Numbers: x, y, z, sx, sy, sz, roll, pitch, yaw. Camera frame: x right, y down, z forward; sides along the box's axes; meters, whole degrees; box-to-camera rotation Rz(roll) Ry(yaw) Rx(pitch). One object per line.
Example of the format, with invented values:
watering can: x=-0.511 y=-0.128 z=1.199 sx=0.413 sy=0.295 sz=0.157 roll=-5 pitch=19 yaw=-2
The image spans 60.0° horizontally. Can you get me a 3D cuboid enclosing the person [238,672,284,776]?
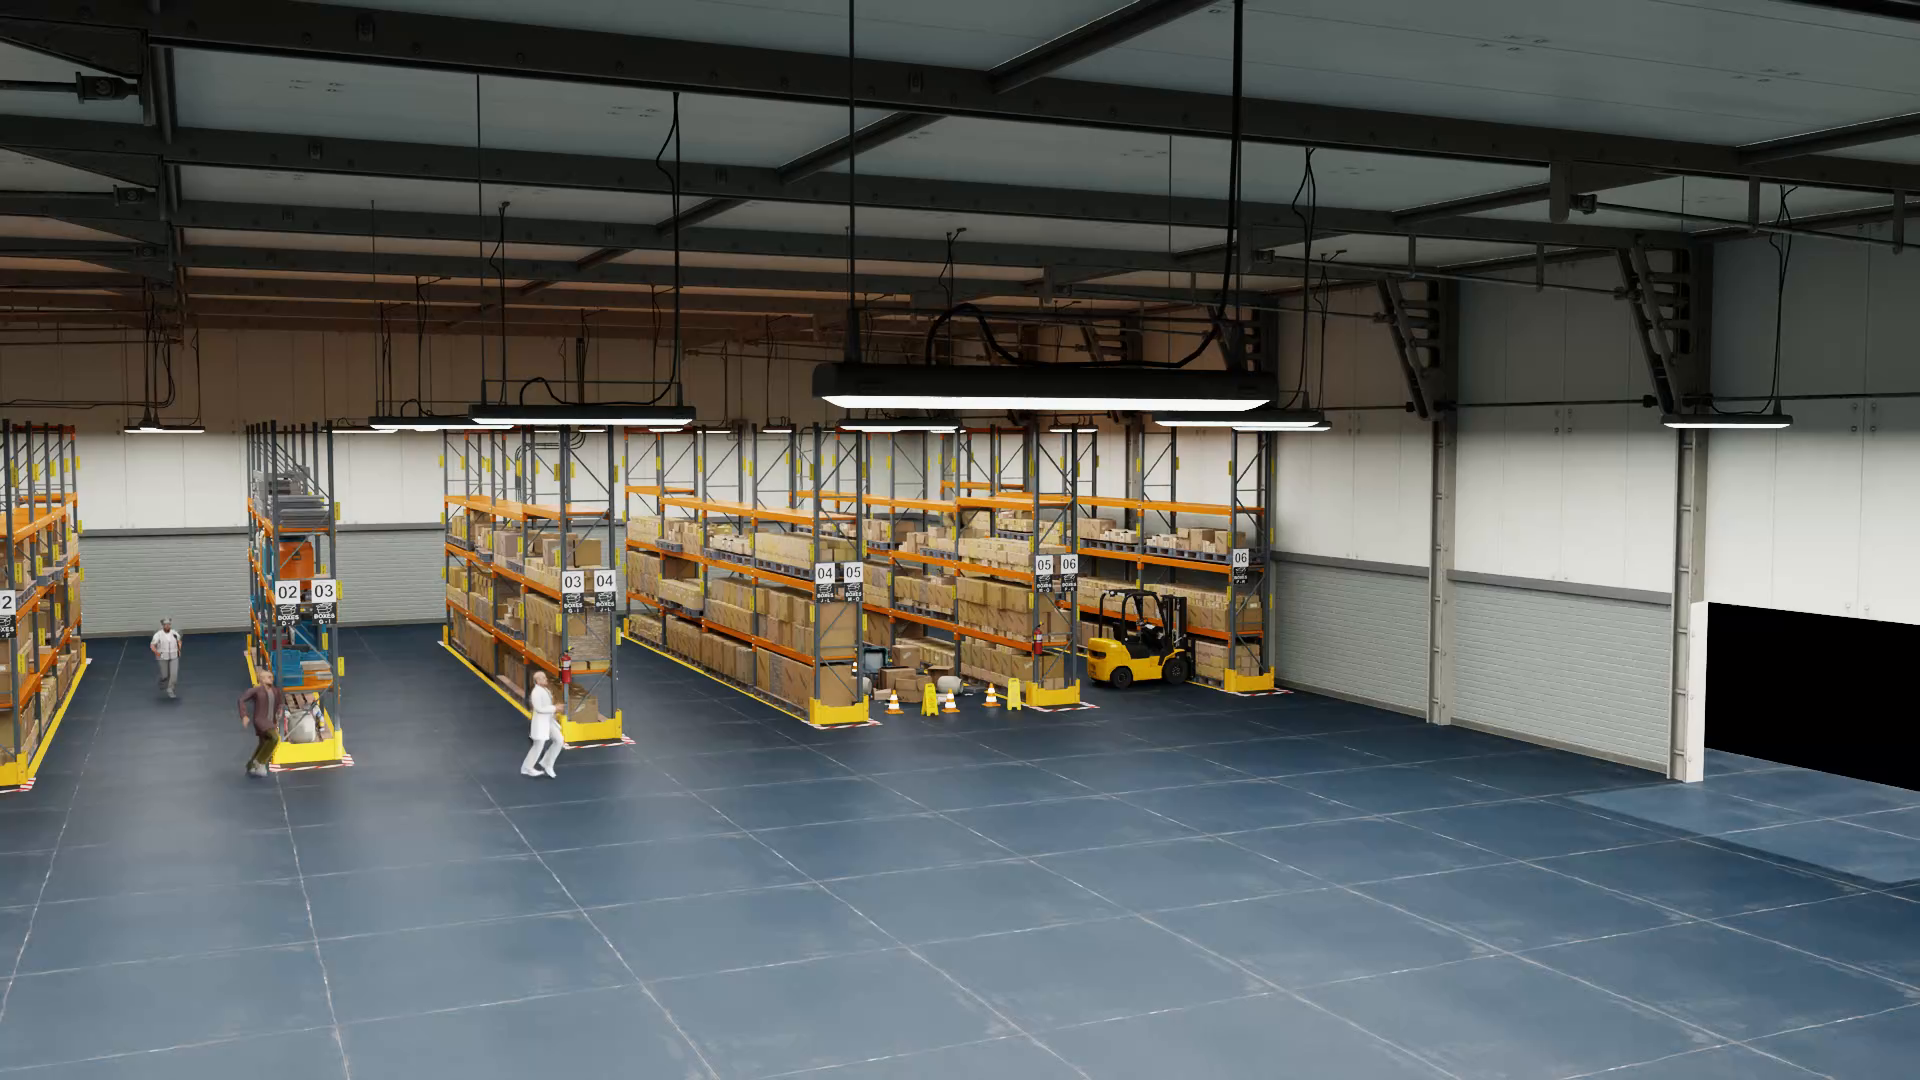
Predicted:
person: x=-11.702 y=3.088 z=28.082 sx=0.681 sy=1.713 sz=0.696 roll=1 pitch=4 yaw=22

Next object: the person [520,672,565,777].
person: x=-6.973 y=3.085 z=27.828 sx=0.786 sy=1.778 sz=0.674 roll=0 pitch=4 yaw=8

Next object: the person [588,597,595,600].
person: x=-10.204 y=2.022 z=45.940 sx=0.623 sy=1.699 sz=0.627 roll=-1 pitch=4 yaw=-22

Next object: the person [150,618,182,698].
person: x=-17.410 y=2.574 z=36.538 sx=0.663 sy=1.757 sz=0.752 roll=-3 pitch=5 yaw=-40
